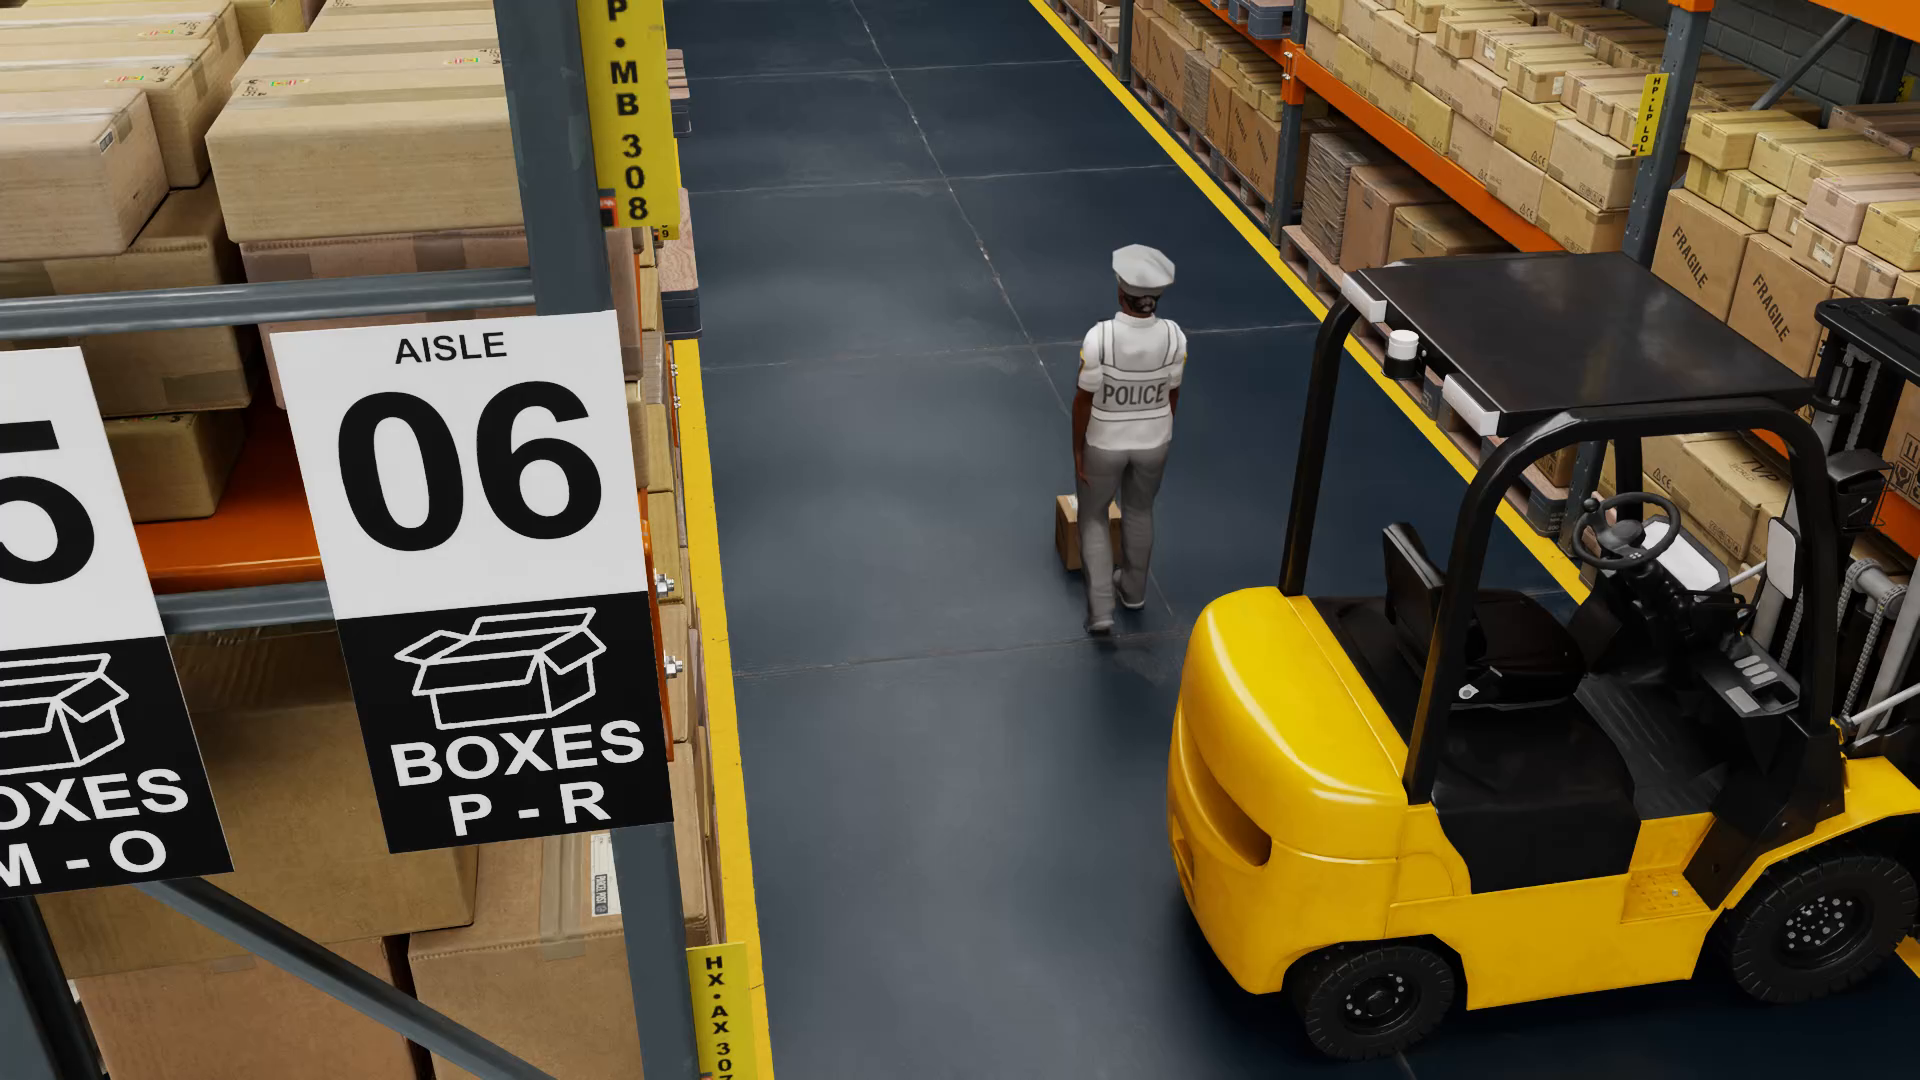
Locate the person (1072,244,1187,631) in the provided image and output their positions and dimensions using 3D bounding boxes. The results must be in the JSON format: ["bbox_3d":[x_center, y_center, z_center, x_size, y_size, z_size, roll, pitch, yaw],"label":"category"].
[{"bbox_3d":[0.660,-0.372,6.846,0.448,1.763,0.502,-5,31,-8],"label":"person"}]
